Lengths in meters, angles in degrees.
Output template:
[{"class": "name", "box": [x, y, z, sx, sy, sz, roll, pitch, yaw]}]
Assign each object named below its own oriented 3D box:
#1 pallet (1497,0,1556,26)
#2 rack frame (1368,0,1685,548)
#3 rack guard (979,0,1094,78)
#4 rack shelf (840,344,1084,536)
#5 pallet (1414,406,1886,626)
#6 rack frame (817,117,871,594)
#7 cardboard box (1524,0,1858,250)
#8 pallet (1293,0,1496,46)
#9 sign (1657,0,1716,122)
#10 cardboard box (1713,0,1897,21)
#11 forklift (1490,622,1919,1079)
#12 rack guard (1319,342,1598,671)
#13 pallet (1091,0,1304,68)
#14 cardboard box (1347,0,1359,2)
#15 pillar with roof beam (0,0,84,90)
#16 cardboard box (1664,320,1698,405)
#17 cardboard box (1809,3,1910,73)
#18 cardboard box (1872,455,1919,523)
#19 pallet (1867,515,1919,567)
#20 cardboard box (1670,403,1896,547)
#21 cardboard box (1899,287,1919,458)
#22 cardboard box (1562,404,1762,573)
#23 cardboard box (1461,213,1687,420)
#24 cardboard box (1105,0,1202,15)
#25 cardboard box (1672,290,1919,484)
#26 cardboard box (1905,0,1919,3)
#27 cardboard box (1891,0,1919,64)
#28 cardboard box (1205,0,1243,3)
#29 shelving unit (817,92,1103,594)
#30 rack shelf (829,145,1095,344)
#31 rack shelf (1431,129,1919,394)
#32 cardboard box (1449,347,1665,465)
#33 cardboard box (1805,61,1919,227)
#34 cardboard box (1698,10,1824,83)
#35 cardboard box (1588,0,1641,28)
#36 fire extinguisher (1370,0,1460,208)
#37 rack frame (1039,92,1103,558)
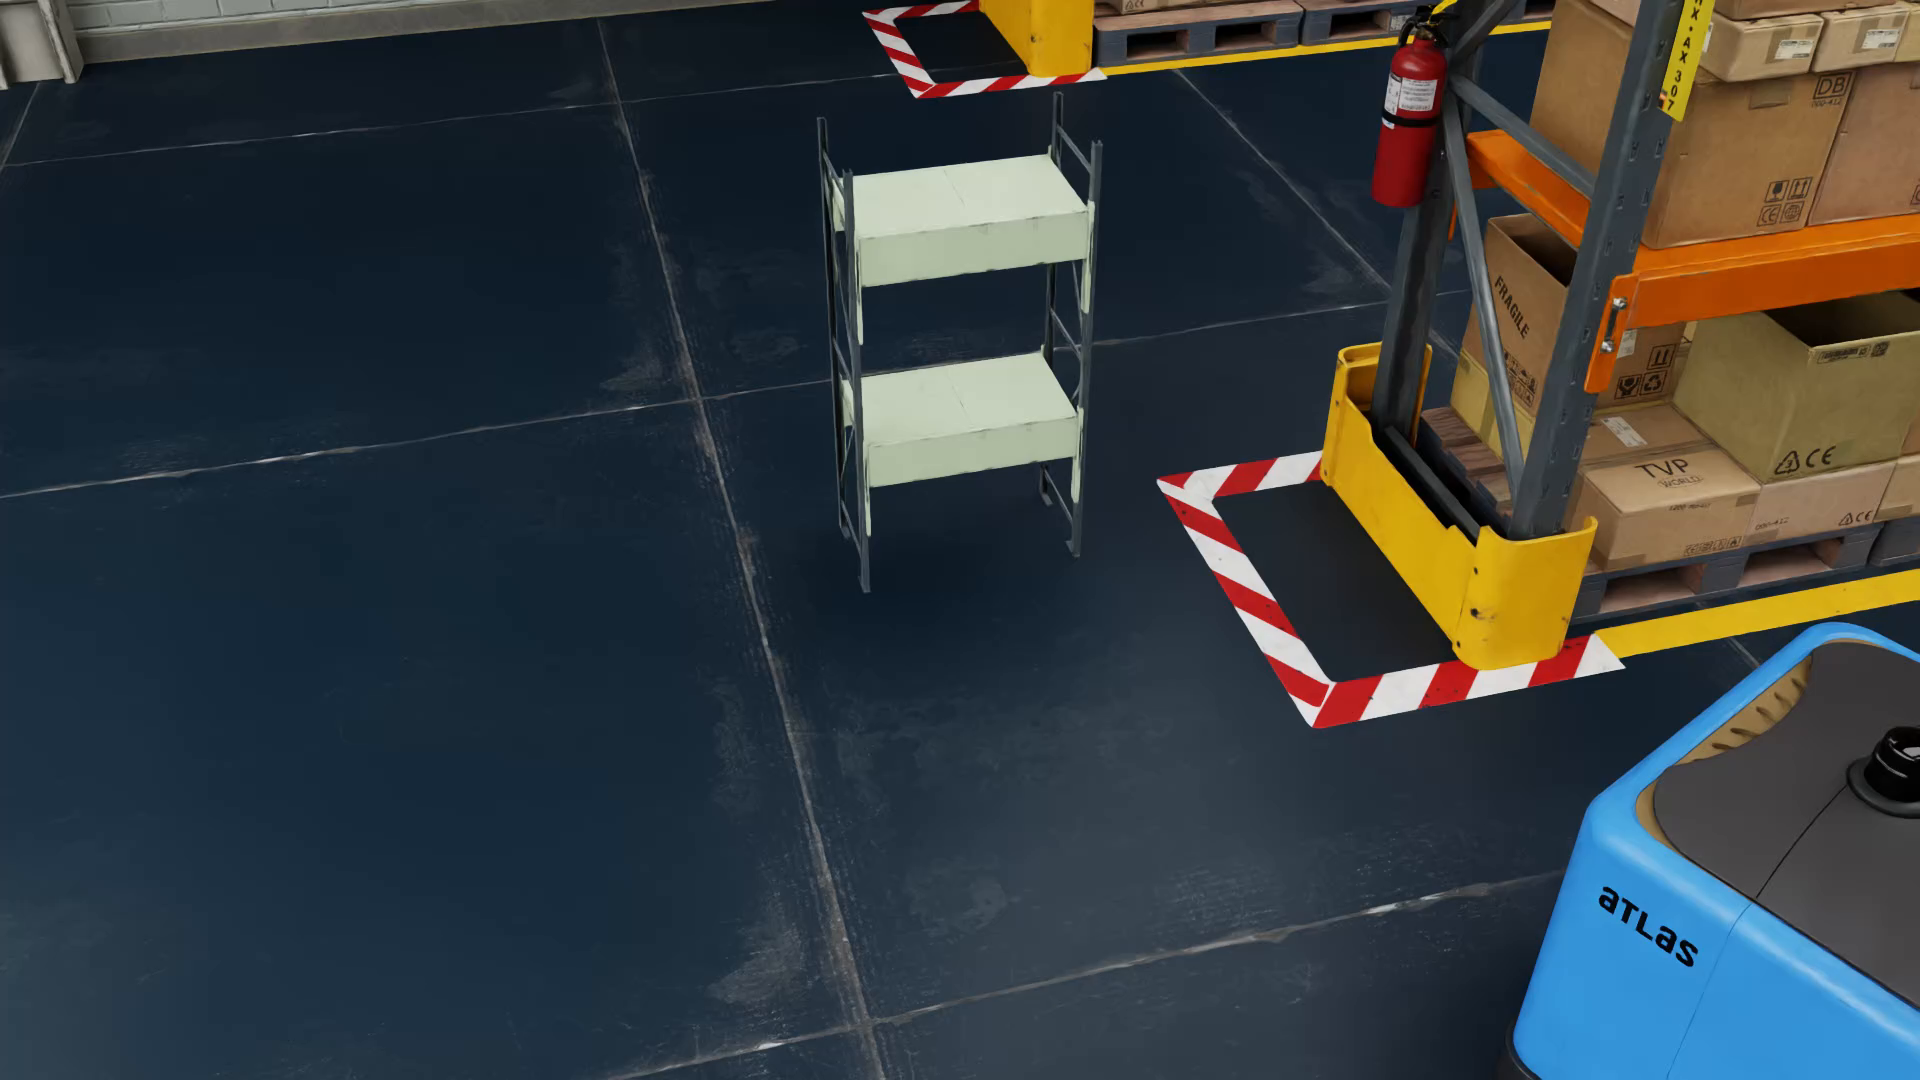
[{"class": "pallet", "box": [3.565, -3.451, 10.087, 1.213, 0.211, 1.003, -9, 38, -12]}, {"class": "rack frame", "box": [1.638, -1.146, 4.780, 0.127, 3.000, 1.000, -9, 38, -12]}, {"class": "rack guard", "box": [0.416, -3.071, 9.353, 0.348, 0.500, 1.175, -9, 38, -12]}, {"class": "rack shelf", "box": [-0.006, -0.336, 5.491, 0.720, 0.370, 0.431, -9, 38, -12]}, {"class": "pallet", "box": [2.365, -0.185, 5.818, 1.213, 0.211, 1.003, -9, 38, -12]}, {"class": "rack frame", "box": [-0.360, -0.537, 5.217, 0.023, 1.500, 0.400, -9, 38, -12]}, {"class": "cardboard box", "box": [2.092, -1.253, 4.836, 0.500, 0.500, 0.700, -9, 38, -12]}, {"class": "pallet", "box": [2.385, -3.255, 9.832, 1.213, 0.211, 1.003, -9, 38, -12]}, {"class": "sign", "box": [1.777, -1.195, 4.066, 0.005, 0.325, 0.100, -9, 38, -12]}, {"class": "cardboard box", "box": [2.143, -1.776, 4.453, 0.500, 0.500, 0.700, -9, 38, -12]}, {"class": "forklift", "box": [2.554, 0.727, 2.387, 1.130, 2.935, 3.031, -26, 45, -30]}, {"class": "rack guard", "box": [1.614, -0.150, 5.534, 0.348, 0.500, 1.175, -9, 38, -12]}, {"class": "pallet", "box": [1.209, -3.064, 9.582, 1.213, 0.211, 1.003, -9, 38, -12]}, {"class": "cardboard box", "box": [2.306, -3.467, 9.509, 0.500, 0.500, 0.700, -12, 39, -15]}, {"class": "pillar with roof beam", "box": [-3.877, -3.577, 3.020, 0.400, 9.000, 9.100, -9, 38, -12]}, {"class": "cardboard box", "box": [2.558, -0.566, 5.938, 0.500, 0.250, 0.500, -9, 38, -12]}, {"class": "cardboard box", "box": [2.327, -1.423, 4.525, 0.250, 0.149, 0.380, -10, 39, -13]}, {"class": "cardboard box", "box": [3.178, -0.336, 5.638, 0.500, 0.250, 0.500, -9, 38, -12]}, {"class": "pallet", "box": [3.541, -0.376, 6.067, 1.213, 0.211, 1.003, -9, 38, -12]}, {"class": "cardboard box", "box": [2.695, -0.257, 5.535, 0.500, 0.250, 0.500, -9, 38, -12]}, {"class": "cardboard box", "box": [3.175, -0.641, 5.419, 0.500, 0.500, 0.500, -9, 38, -12]}, {"class": "cardboard box", "box": [2.213, -0.176, 5.428, 0.500, 0.250, 0.500, -9, 38, -12]}, {"class": "cardboard box", "box": [2.078, -0.779, 5.599, 0.500, 0.500, 0.500, -9, 38, -12]}, {"class": "cardboard box", "box": [1.034, -3.215, 9.335, 0.500, 0.311, 0.500, -14, 39, -17]}, {"class": "cardboard box", "box": [2.696, -0.554, 5.305, 0.500, 0.500, 0.500, -9, 38, -12]}, {"class": "cardboard box", "box": [2.649, -1.863, 4.566, 0.500, 0.500, 0.700, -10, 39, -13]}, {"class": "cardboard box", "box": [2.568, -1.462, 4.576, 0.250, 0.149, 0.380, -9, 38, -12]}, {"class": "cardboard box", "box": [1.584, -3.306, 9.453, 0.500, 0.311, 0.500, -6, 38, -8]}, {"class": "shelving unit", "box": [-0.006, -0.595, 5.293, 0.755, 1.500, 0.431, -9, 38, -12]}, {"class": "rack shelf", "box": [-0.006, -0.905, 5.056, 0.720, 0.370, 0.431, -9, 38, -12]}, {"class": "rack shelf", "box": [3.568, -1.178, 5.413, 4.000, 0.370, 1.077, -9, 38, -12]}, {"class": "cardboard box", "box": [2.078, -0.479, 5.825, 0.500, 0.250, 0.500, -9, 38, -12]}, {"class": "cardboard box", "box": [2.597, -1.339, 4.949, 0.500, 0.500, 0.700, -8, 38, -11]}, {"class": "cardboard box", "box": [2.073, -1.380, 4.469, 0.250, 0.149, 0.380, -10, 38, -12]}, {"class": "cardboard box", "box": [1.957, -1.616, 4.778, 0.250, 0.149, 0.380, -10, 39, -13]}, {"class": "fire extinguisher", "box": [1.402, -1.370, 5.135, 0.183, 0.674, 0.296, -9, 38, -12]}, {"class": "rack frame", "box": [0.347, -0.653, 5.369, 0.023, 1.500, 0.400, -9, 38, -12]}]
